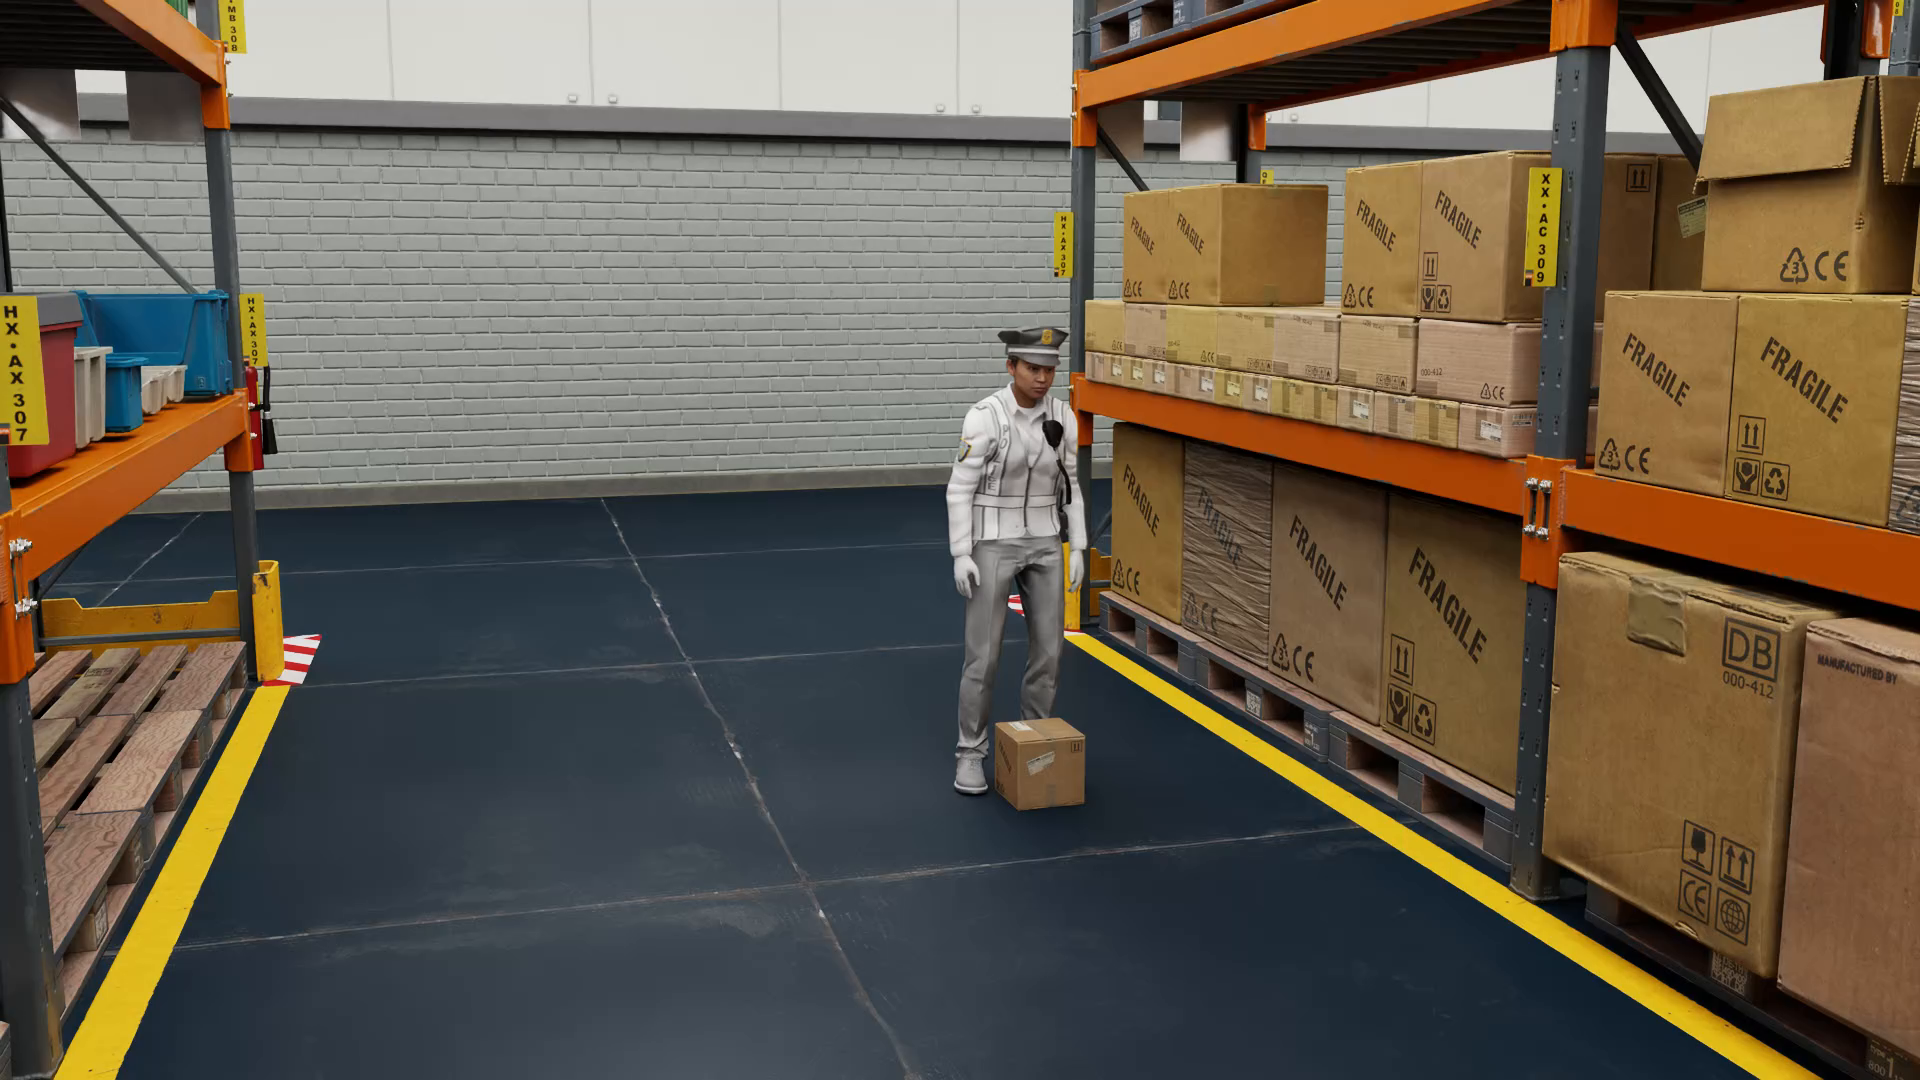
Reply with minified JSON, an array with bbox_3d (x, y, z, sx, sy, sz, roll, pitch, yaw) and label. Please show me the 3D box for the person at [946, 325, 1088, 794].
[{"bbox_3d":[0.212,0.059,6.017,0.541,1.661,0.374,-3,10,-19],"label":"person"}]
